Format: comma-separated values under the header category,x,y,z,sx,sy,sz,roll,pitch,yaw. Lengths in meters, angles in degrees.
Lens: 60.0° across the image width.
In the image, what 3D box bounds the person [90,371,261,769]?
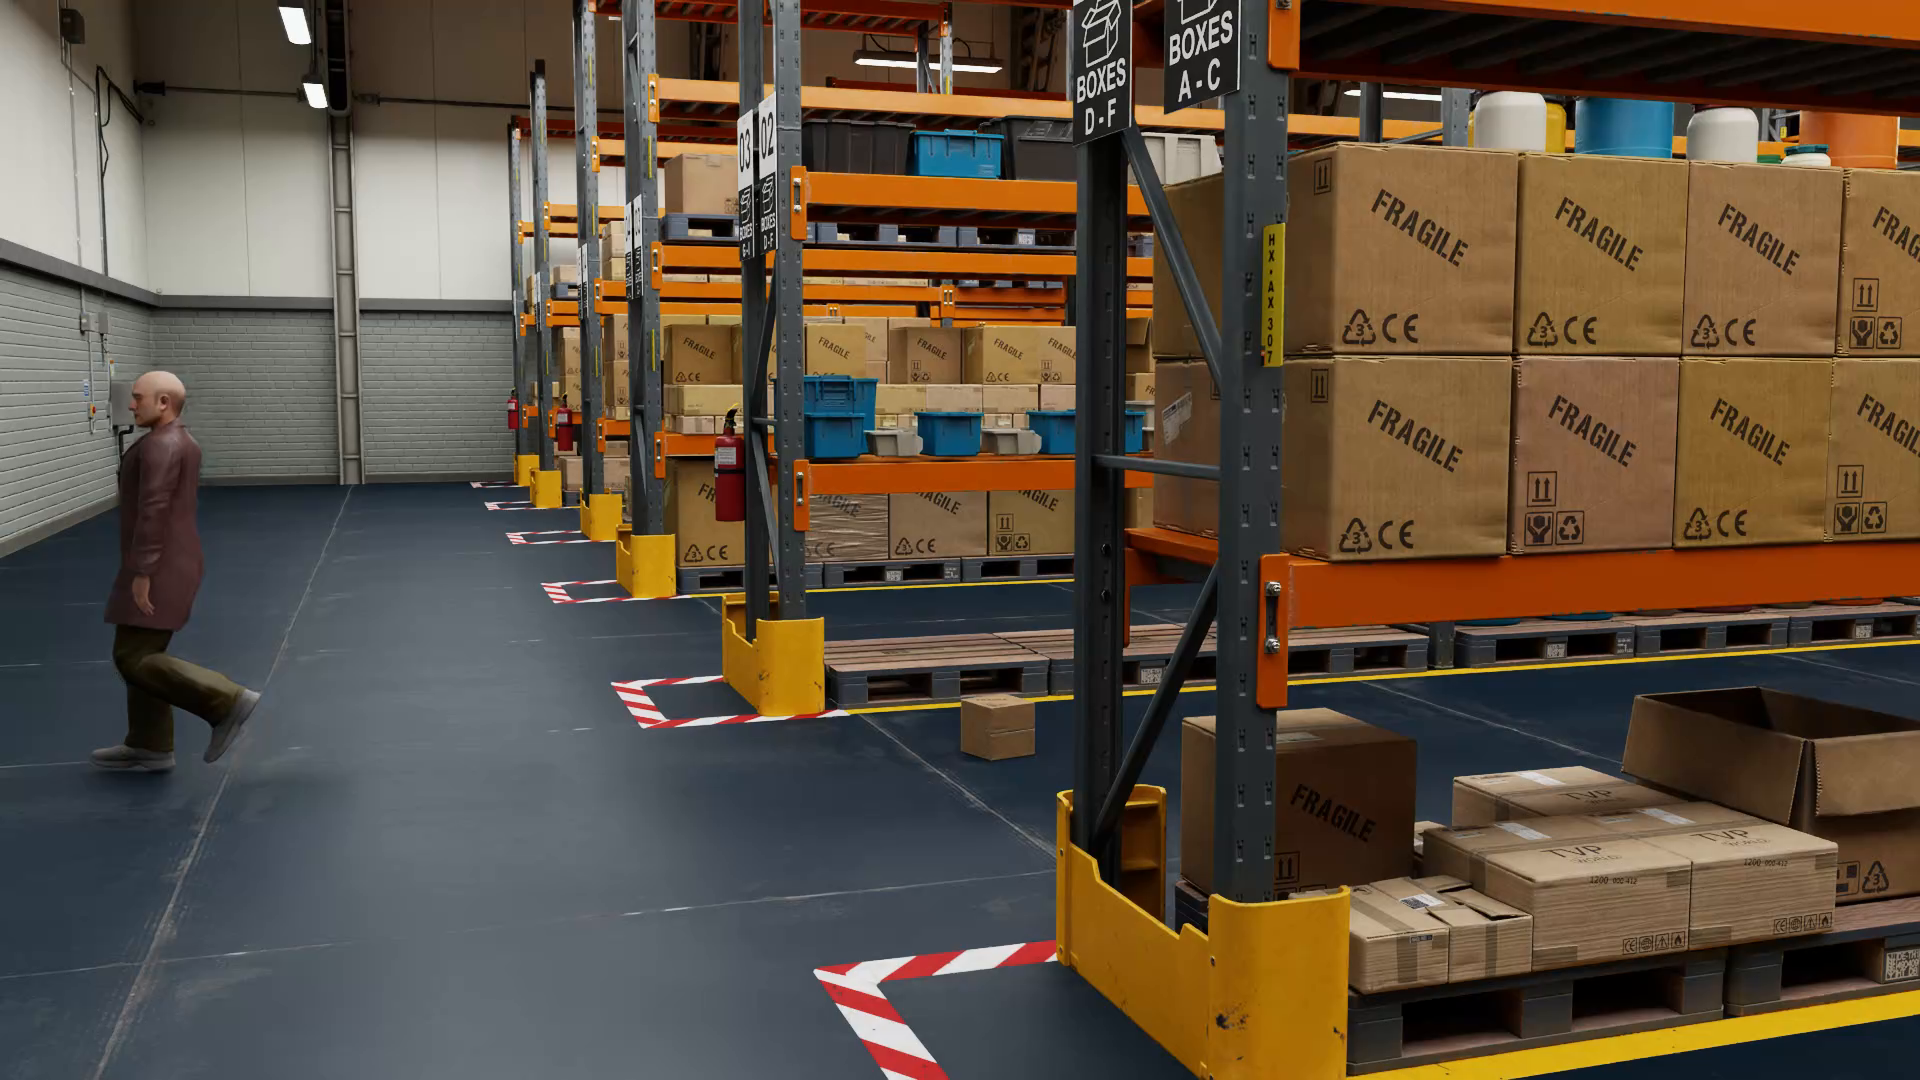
category,x,y,z,sx,sy,sz,roll,pitch,yaw
person,-3.477,0.140,7.312,0.776,1.759,0.615,-1,6,-9
